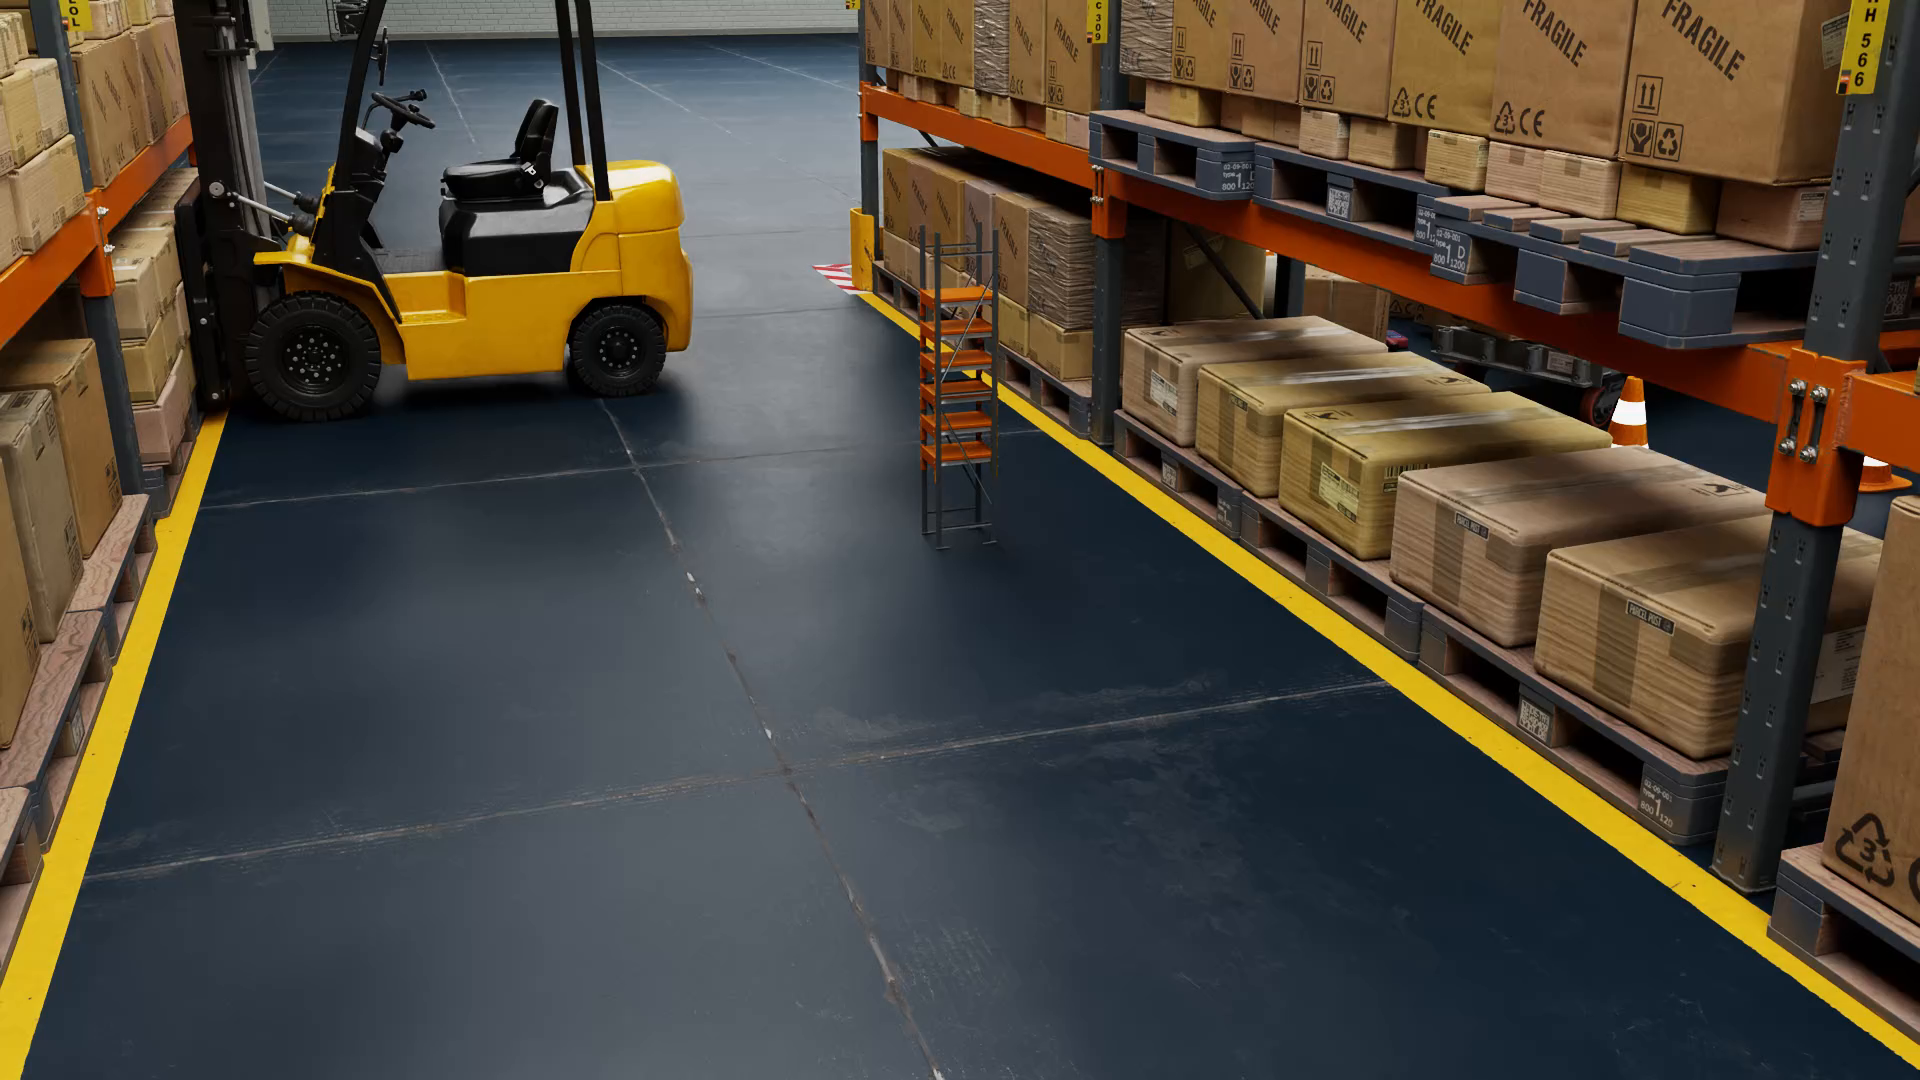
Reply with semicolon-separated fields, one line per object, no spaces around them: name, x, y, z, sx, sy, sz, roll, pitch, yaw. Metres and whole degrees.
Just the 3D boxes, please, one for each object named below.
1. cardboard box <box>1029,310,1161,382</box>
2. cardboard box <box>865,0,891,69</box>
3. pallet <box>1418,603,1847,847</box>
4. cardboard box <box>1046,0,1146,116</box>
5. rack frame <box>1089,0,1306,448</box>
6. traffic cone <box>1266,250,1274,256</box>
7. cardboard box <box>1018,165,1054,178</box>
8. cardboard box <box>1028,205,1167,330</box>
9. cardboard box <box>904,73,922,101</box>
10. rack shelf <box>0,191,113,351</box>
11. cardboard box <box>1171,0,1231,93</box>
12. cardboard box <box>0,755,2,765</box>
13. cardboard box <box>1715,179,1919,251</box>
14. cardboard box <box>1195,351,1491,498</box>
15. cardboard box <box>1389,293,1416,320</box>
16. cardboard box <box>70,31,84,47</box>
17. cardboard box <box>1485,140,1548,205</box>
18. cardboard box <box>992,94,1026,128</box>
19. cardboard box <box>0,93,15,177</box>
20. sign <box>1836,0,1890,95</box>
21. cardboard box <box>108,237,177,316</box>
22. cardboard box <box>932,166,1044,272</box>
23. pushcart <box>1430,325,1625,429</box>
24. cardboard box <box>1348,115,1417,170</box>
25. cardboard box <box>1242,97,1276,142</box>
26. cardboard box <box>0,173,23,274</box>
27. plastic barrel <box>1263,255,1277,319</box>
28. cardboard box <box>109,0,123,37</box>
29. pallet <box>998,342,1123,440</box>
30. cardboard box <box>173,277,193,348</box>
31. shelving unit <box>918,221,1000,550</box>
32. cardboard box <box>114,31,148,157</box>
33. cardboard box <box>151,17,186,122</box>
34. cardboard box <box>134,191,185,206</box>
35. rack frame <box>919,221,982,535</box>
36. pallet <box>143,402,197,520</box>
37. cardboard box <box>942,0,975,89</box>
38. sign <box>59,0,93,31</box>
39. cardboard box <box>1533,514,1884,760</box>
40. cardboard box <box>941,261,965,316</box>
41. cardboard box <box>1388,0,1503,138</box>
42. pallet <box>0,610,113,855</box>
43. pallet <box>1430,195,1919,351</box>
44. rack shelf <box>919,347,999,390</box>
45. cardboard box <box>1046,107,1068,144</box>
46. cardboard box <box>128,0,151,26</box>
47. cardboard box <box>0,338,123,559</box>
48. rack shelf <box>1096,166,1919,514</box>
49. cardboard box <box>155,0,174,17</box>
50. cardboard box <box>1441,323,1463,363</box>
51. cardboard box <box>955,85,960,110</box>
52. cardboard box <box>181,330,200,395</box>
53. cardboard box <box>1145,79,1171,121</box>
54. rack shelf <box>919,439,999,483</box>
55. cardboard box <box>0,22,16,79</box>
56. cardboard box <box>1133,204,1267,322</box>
cardboard box;0.653;-0.970;8.125;0.500;0.250;0.500;-5;20;-15
cardboard box;-0.278;-3.194;10.284;0.500;0.500;0.500;-7;21;-18
pallet;2.107;0.440;4.879;1.003;0.211;1.213;-6;21;-17
cardboard box;0.718;-2.208;7.539;0.500;0.500;0.500;-7;21;-19
rack frame;1.094;-1.905;7.283;1.000;3.000;0.127;-6;21;-17
traffic cone;2.143;-2.221;11.915;0.336;0.463;0.334;-6;21;-17
cardboard box;0.655;-1.886;9.567;0.500;0.500;0.500;-7;21;-18
cardboard box;0.653;-1.323;7.999;0.500;0.500;0.500;-7;21;-18
cardboard box;-0.118;-2.680;9.812;0.380;0.149;0.250;-6;21;-16
rack shelf;-2.988;-0.396;4.146;1.077;0.370;4.000;-6;21;-17
cardboard box;1.127;-1.948;6.194;0.500;0.500;0.500;-6;21;-17
cardboard box;-2.756;0.417;3.711;0.875;0.625;0.625;-6;21;-15
cardboard box;2.025;-0.781;3.904;0.380;0.149;0.250;-6;21;-15
cardboard box;1.490;-0.468;6.547;0.950;0.372;0.625;-5;20;-14
cardboard box;2.792;-1.719;10.458;0.637;0.503;0.797;12;23;30
cardboard box;-3.550;-1.942;6.278;0.380;0.149;0.250;-6;21;-16
cardboard box;1.678;-1.017;4.561;0.380;0.149;0.250;-7;21;-20
cardboard box;0.381;-2.183;8.429;0.380;0.149;0.250;-7;21;-18
cardboard box;-2.896;-1.082;4.473;0.500;0.250;0.500;-6;21;-16
sign;1.839;-1.068;3.358;0.100;0.325;0.005;-6;21;-17
cardboard box;-3.622;-1.104;7.021;0.500;0.250;0.500;-6;21;-17
cardboard box;0.154;-1.820;9.384;0.500;0.500;0.500;-6;21;-16
pushcart;3.243;-0.929;8.445;1.648;0.377;0.936;-15;25;-36
cardboard box;1.463;-1.270;5.265;0.380;0.149;0.250;-7;21;-19
cardboard box;1.241;-1.523;5.969;0.380;0.149;0.250;-6;21;-16
cardboard box;-2.920;-0.849;4.563;0.500;0.250;0.500;-6;21;-17
plastic barrel;1.923;-1.474;9.894;0.512;0.421;0.421;8;21;20
cardboard box;-3.747;-2.194;6.980;0.380;0.149;0.250;-7;21;-18
pallet;0.849;-0.804;8.344;1.003;0.211;1.213;-6;21;-17
cardboard box;-3.783;-1.027;7.546;0.500;0.250;0.500;-7;21;-18
shelving unit;-0.005;-0.569;6.227;0.258;1.200;0.189;-6;21;-17
cardboard box;-3.848;-1.921;7.180;0.500;0.500;0.500;-7;21;-18
cardboard box;-4.316;-2.410;8.540;0.500;0.500;0.500;-6;21;-15
cardboard box;-4.099;-1.595;8.388;0.500;0.250;0.500;-6;21;-17
rack frame;-0.033;-0.599;6.308;0.240;1.200;0.006;-6;21;-17
pallet;-3.827;-0.324;7.005;1.003;0.211;1.213;-6;21;-17
cardboard box;0.217;-2.703;8.915;0.500;0.500;0.500;-7;21;-18
sign;-3.105;-1.945;5.798;0.100;0.325;0.005;-6;21;-17
cardboard box;2.183;0.235;4.590;0.950;0.372;0.625;-8;21;-21
cardboard box;0.164;-1.466;9.506;0.500;0.250;0.500;-5;20;-14
cardboard box;1.612;-1.449;4.804;0.500;0.500;0.500;-8;21;-21
pallet;-2.961;0.560;4.544;1.003;0.211;1.213;-6;21;-17
pallet;2.026;-0.748;4.347;1.213;0.211;1.003;-6;21;-17
rack shelf;-0.005;-0.640;6.201;0.258;0.103;0.180;-6;21;-17
cardboard box;0.619;-1.937;7.743;0.380;0.149;0.250;-6;21;-16
cardboard box;-4.073;-2.522;7.893;0.380;0.149;0.250;-6;21;-17
cardboard box;-3.442;-0.290;5.679;0.875;0.625;0.625;-5;20;-15
rack shelf;1.722;-0.925;5.618;1.077;0.370;4.000;-6;21;-17
cardboard box;-4.391;-2.852;8.812;0.380;0.149;0.250;-6;21;-16
cardboard box;2.875;-1.108;9.108;0.396;0.266;0.258;12;23;30
cardboard box;0.190;-2.434;9.128;0.380;0.149;0.250;-7;21;-19
cardboard box;-3.805;-0.795;7.639;0.500;0.250;0.500;-6;21;-16
cardboard box;0.968;-1.773;6.667;0.380;0.149;0.250;-6;21;-16
rack shelf;-0.005;-0.302;6.323;0.258;0.103;0.180;-6;21;-17
cardboard box;-2.965;-1.407;4.790;0.380;0.149;0.250;-7;21;-19
cardboard box;1.165;-1.380;8.157;0.500;0.500;0.500;-5;20;-15
